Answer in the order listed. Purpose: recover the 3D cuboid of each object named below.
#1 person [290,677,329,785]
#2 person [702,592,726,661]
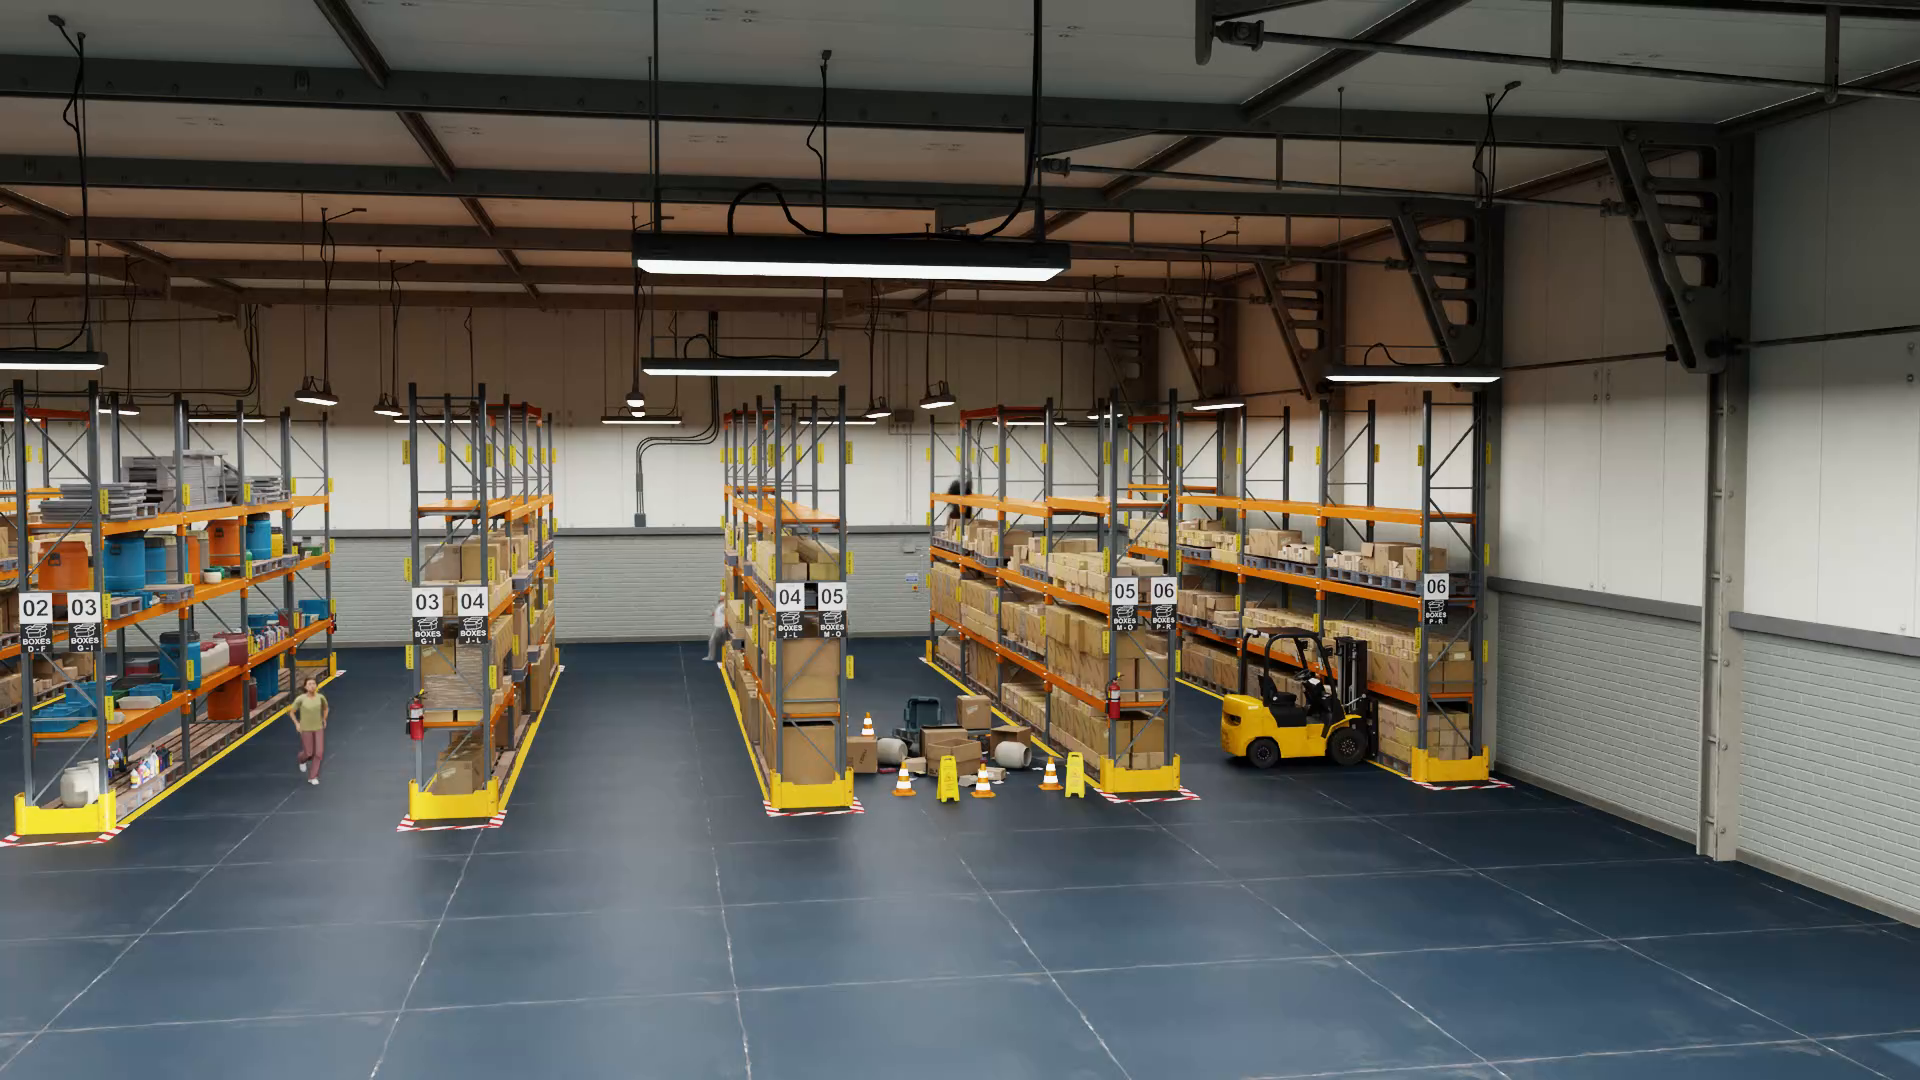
[{"bbox_3d":[-9.939,2.905,25.463,0.585,1.629,0.624,-2,4,-37],"label":"person"},{"bbox_3d":[-5.825,2.079,40.404,0.899,1.727,0.710,-1,3,-17],"label":"person"}]
